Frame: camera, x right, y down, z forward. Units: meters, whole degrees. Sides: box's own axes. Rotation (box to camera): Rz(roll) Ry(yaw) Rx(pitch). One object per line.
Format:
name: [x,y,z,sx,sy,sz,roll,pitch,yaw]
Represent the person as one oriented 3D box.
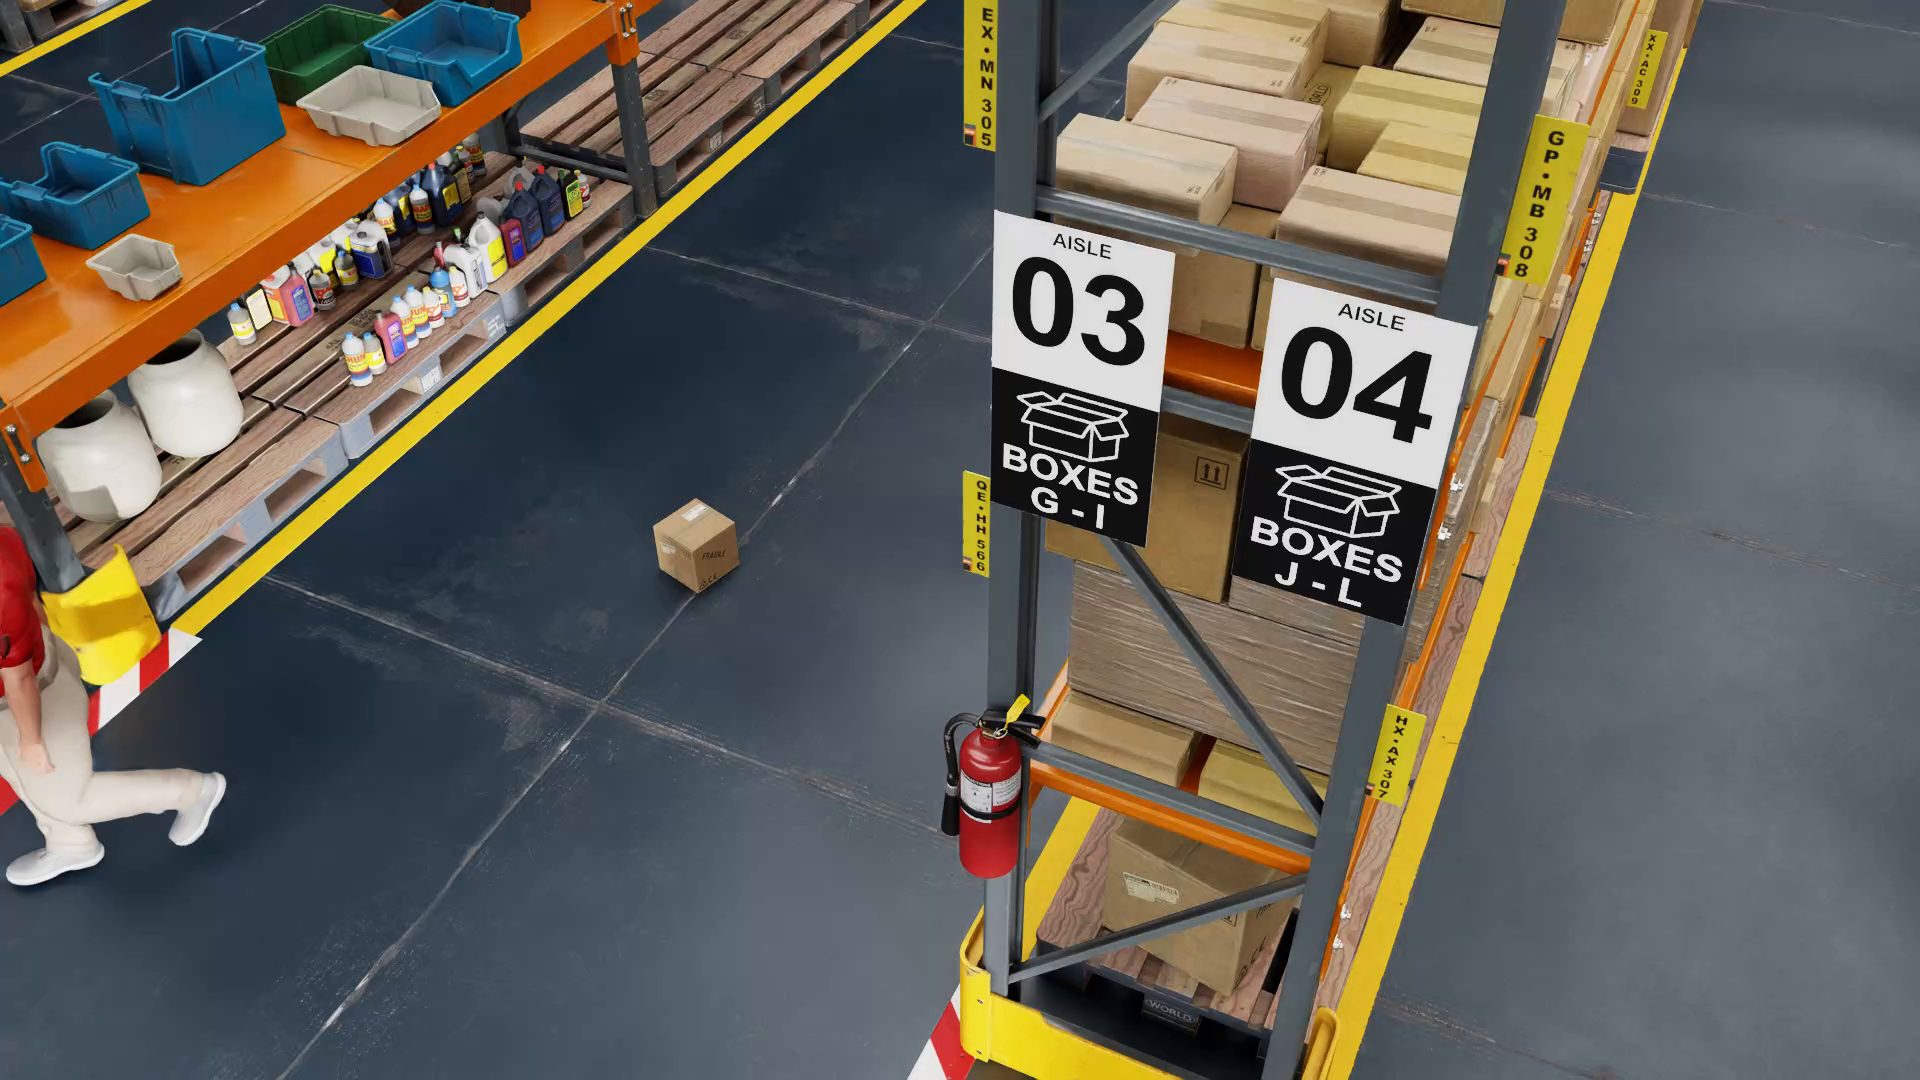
person: [-3.084,0.503,5.603,0.809,1.693,0.551,-20,45,-21]
